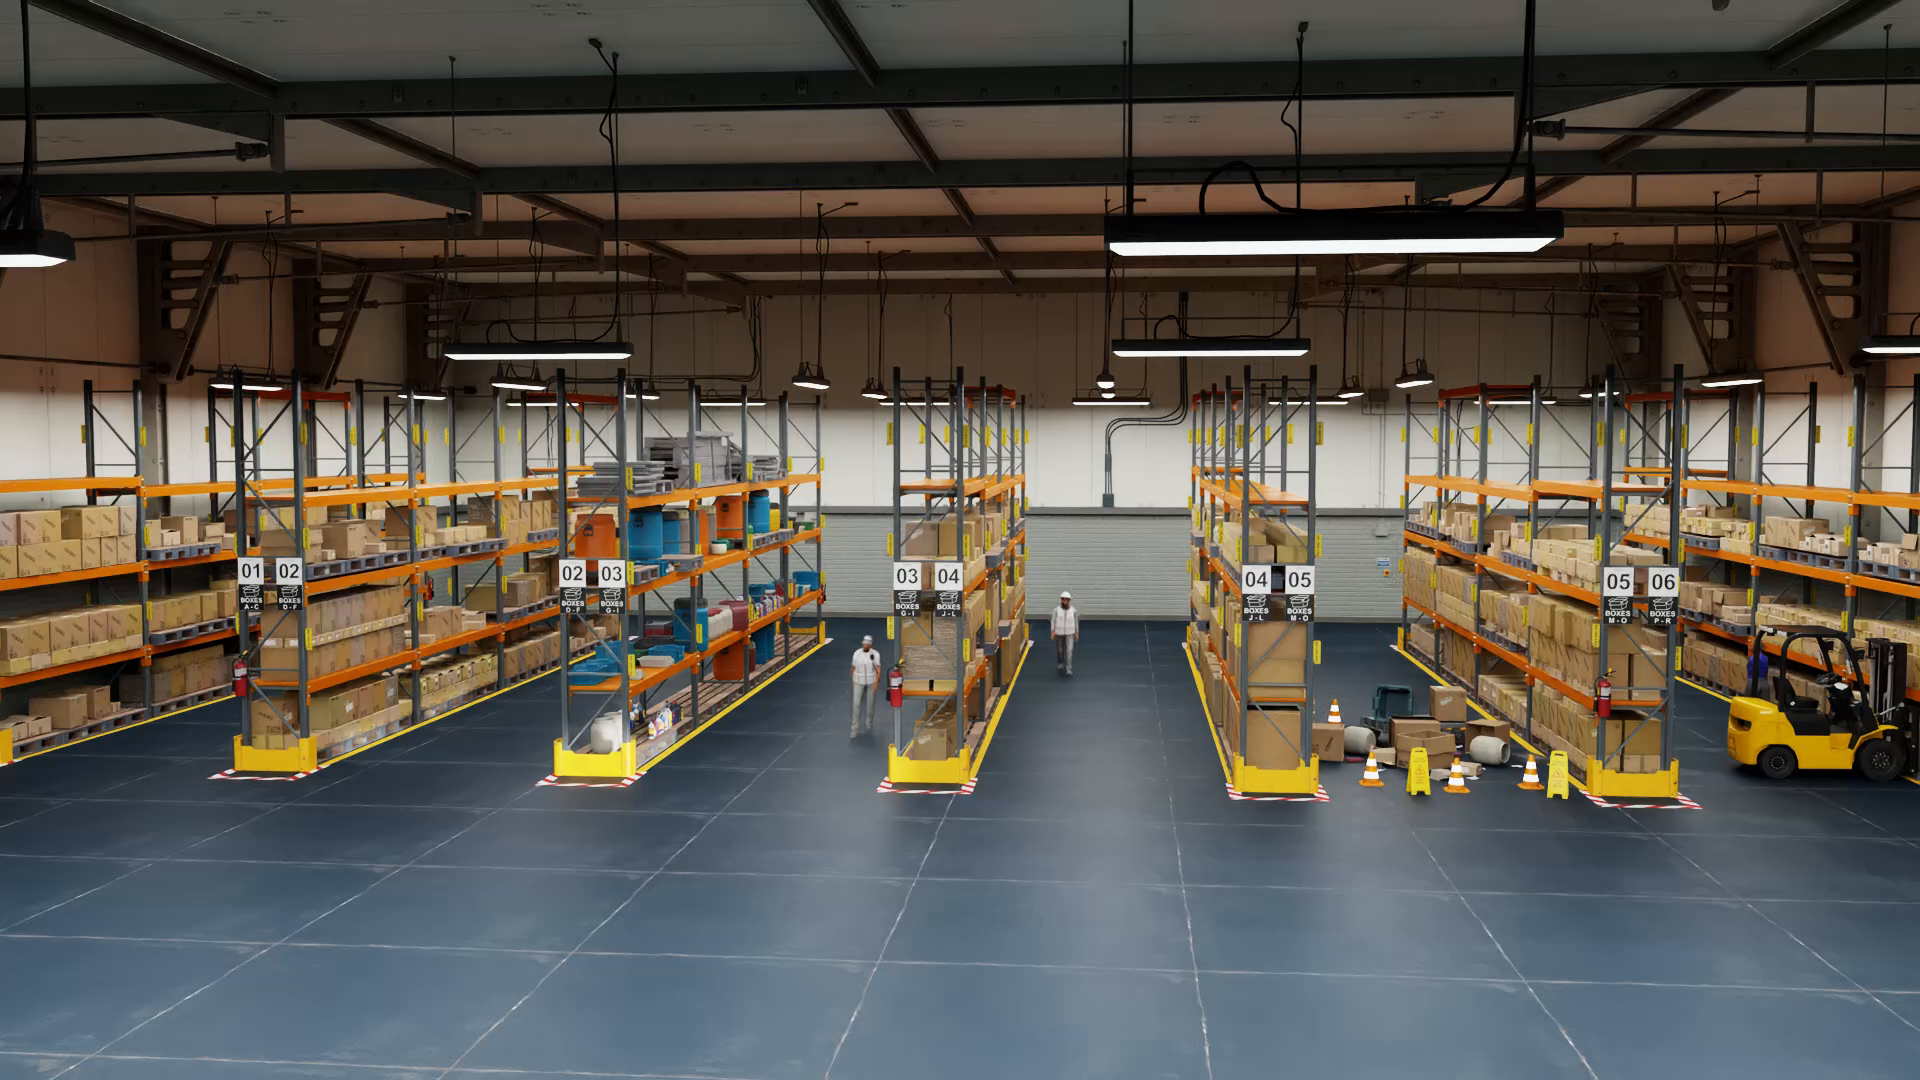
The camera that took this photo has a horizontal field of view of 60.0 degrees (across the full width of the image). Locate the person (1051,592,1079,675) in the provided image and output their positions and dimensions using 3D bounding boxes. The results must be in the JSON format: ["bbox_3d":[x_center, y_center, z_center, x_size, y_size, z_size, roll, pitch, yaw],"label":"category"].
[{"bbox_3d":[2.205,1.959,35.076,0.572,1.719,1.084,0,4,2],"label":"person"}]

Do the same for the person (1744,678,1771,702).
[{"bbox_3d":[13.190,2.802,27.557,0.391,1.057,0.687,0,4,-7],"label":"person"}]

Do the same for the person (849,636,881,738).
[{"bbox_3d":[-1.606,2.443,27.990,0.543,1.674,0.699,0,4,-6],"label":"person"}]
